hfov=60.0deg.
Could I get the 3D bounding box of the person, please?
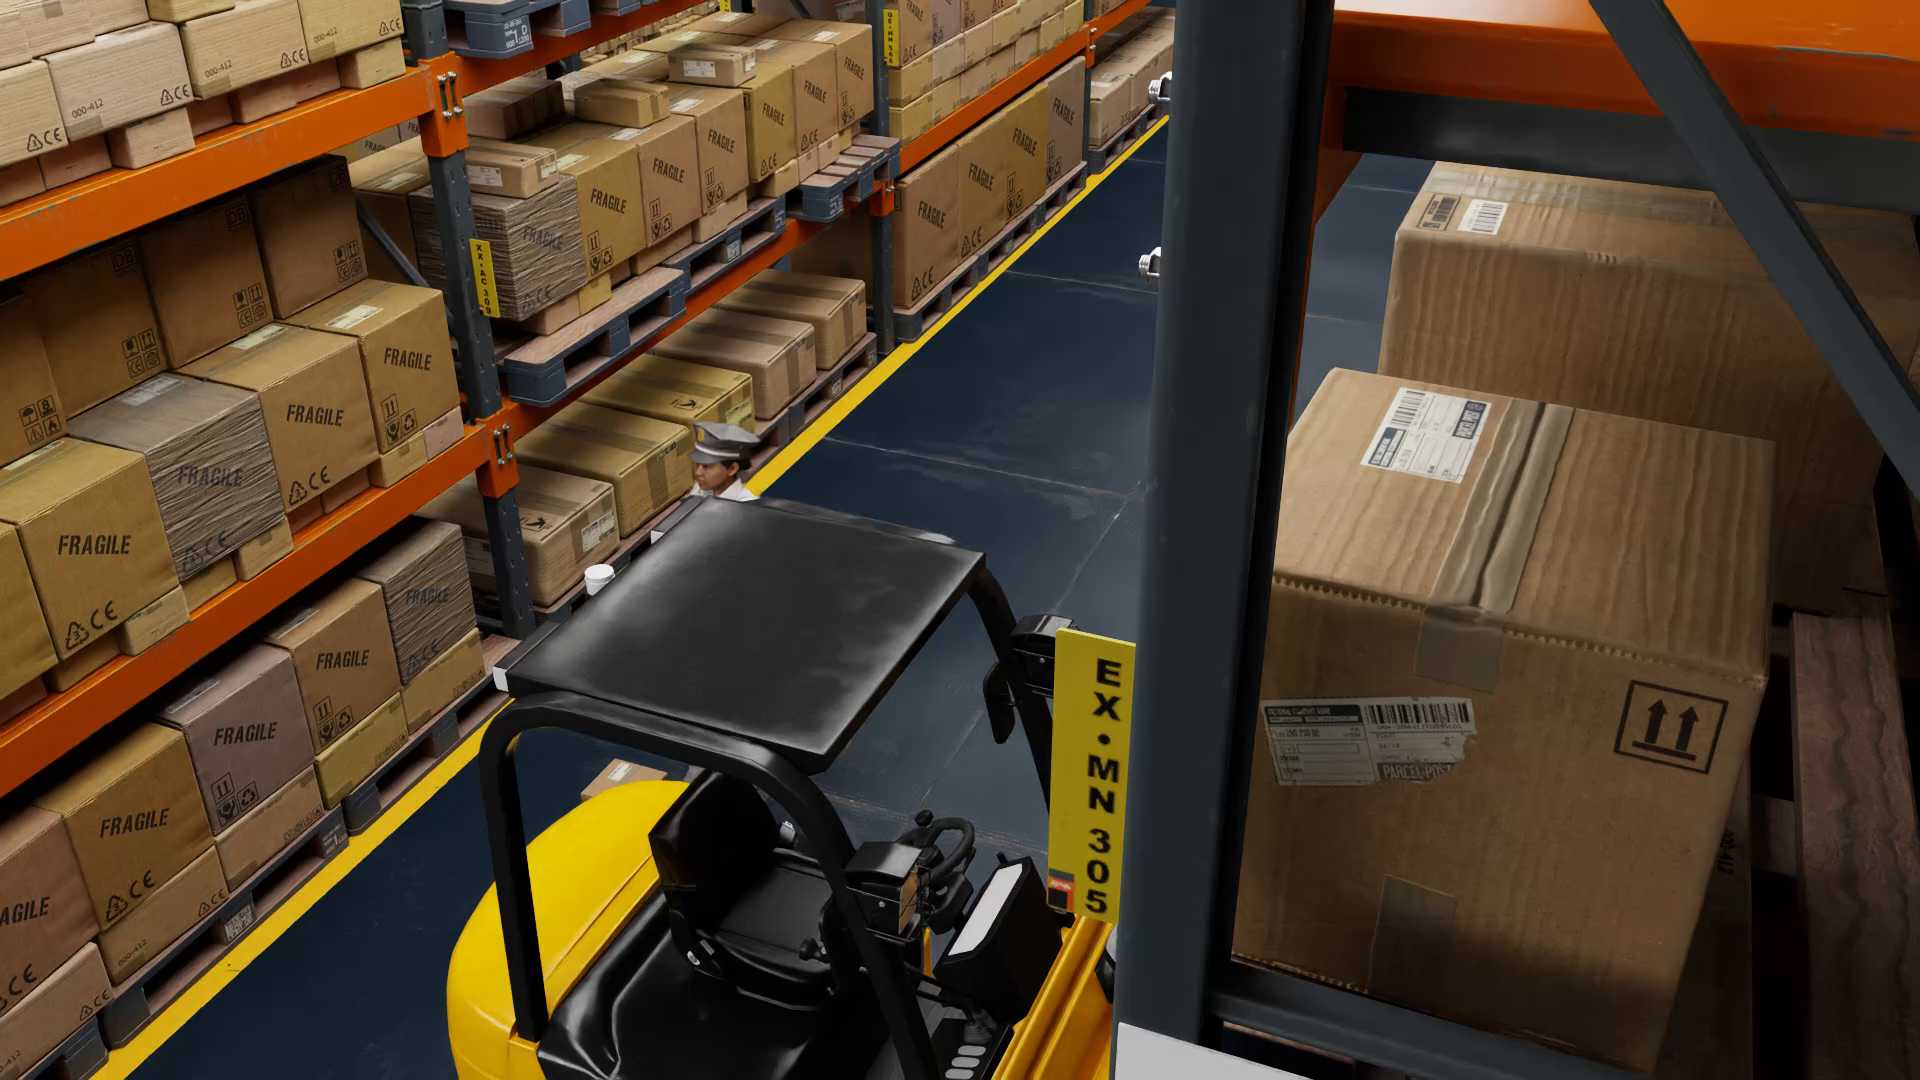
[{"bbox_3d":[-0.976,0.294,6.589,0.916,1.639,0.516,-19,35,-29],"label":"person"}]
